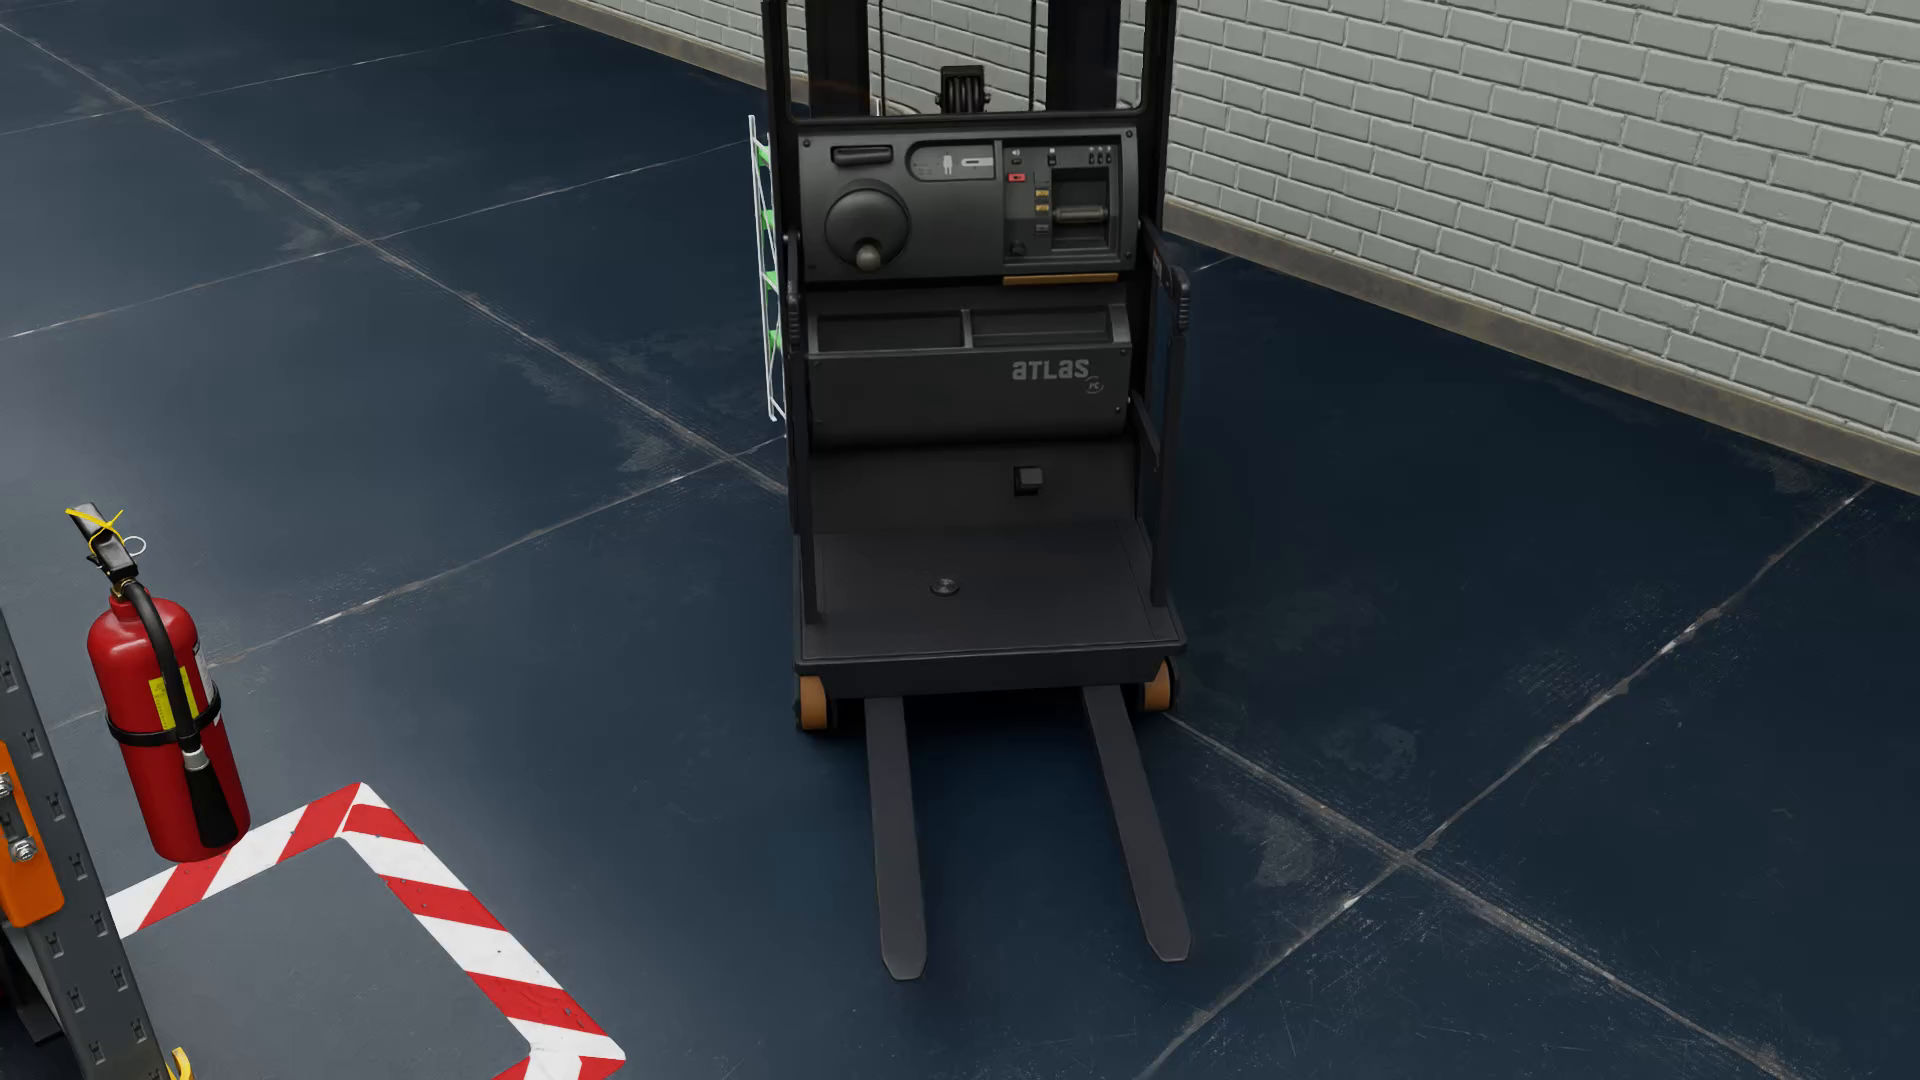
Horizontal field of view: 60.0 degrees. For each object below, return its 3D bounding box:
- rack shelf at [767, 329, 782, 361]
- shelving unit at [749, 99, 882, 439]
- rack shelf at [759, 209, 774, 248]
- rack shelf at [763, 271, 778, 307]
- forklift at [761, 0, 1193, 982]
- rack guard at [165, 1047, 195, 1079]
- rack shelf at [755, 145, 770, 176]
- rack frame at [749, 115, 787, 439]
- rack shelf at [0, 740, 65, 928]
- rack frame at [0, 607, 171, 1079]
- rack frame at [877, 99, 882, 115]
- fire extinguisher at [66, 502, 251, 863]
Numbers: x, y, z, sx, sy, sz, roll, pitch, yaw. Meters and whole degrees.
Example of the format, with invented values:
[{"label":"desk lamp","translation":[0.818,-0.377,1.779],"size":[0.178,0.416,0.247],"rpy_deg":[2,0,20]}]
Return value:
[{"label":"rack shelf","translation":[-0.474,-0.737,6.388],"size":[0.480,0.148,0.258],"rpy_deg":[-13,34,-20]},{"label":"shelving unit","translation":[-0.474,-0.996,6.229],"size":[0.503,1.200,0.258],"rpy_deg":[-13,34,-20]},{"label":"rack shelf","translation":[-0.474,-1.147,6.138],"size":[0.480,0.148,0.258],"rpy_deg":[-13,34,-20]},{"label":"rack shelf","translation":[-0.474,-0.942,6.263],"size":[0.480,0.148,0.258],"rpy_deg":[-13,34,-20]},{"label":"forklift","translation":[0.048,-0.879,4.379],"size":[1.130,2.935,3.031],"rpy_deg":[-3,32,-4]},{"label":"rack guard","translation":[-1.950,1.068,3.524],"size":[0.348,0.500,1.175],"rpy_deg":[-26,40,-35]},{"label":"rack shelf","translation":[-0.474,-1.351,6.012],"size":[0.480,0.148,0.258],"rpy_deg":[-13,34,-20]},{"label":"rack frame","translation":[-0.698,-0.945,6.146],"size":[0.015,1.200,0.240],"rpy_deg":[-13,34,-20]},{"label":"rack shelf","translation":[-3.361,0.991,1.943],"size":[4.000,0.370,1.077],"rpy_deg":[-26,40,-35]},{"label":"rack frame","translation":[-1.894,-0.025,2.916],"size":[0.127,3.000,1.000],"rpy_deg":[-26,40,-35]},{"label":"rack frame","translation":[-0.251,-1.048,6.313],"size":[0.015,1.200,0.240],"rpy_deg":[-13,34,-20]},{"label":"fire extinguisher","translation":[-1.396,0.254,2.891],"size":[0.183,0.674,0.296],"rpy_deg":[-26,40,-35]}]
